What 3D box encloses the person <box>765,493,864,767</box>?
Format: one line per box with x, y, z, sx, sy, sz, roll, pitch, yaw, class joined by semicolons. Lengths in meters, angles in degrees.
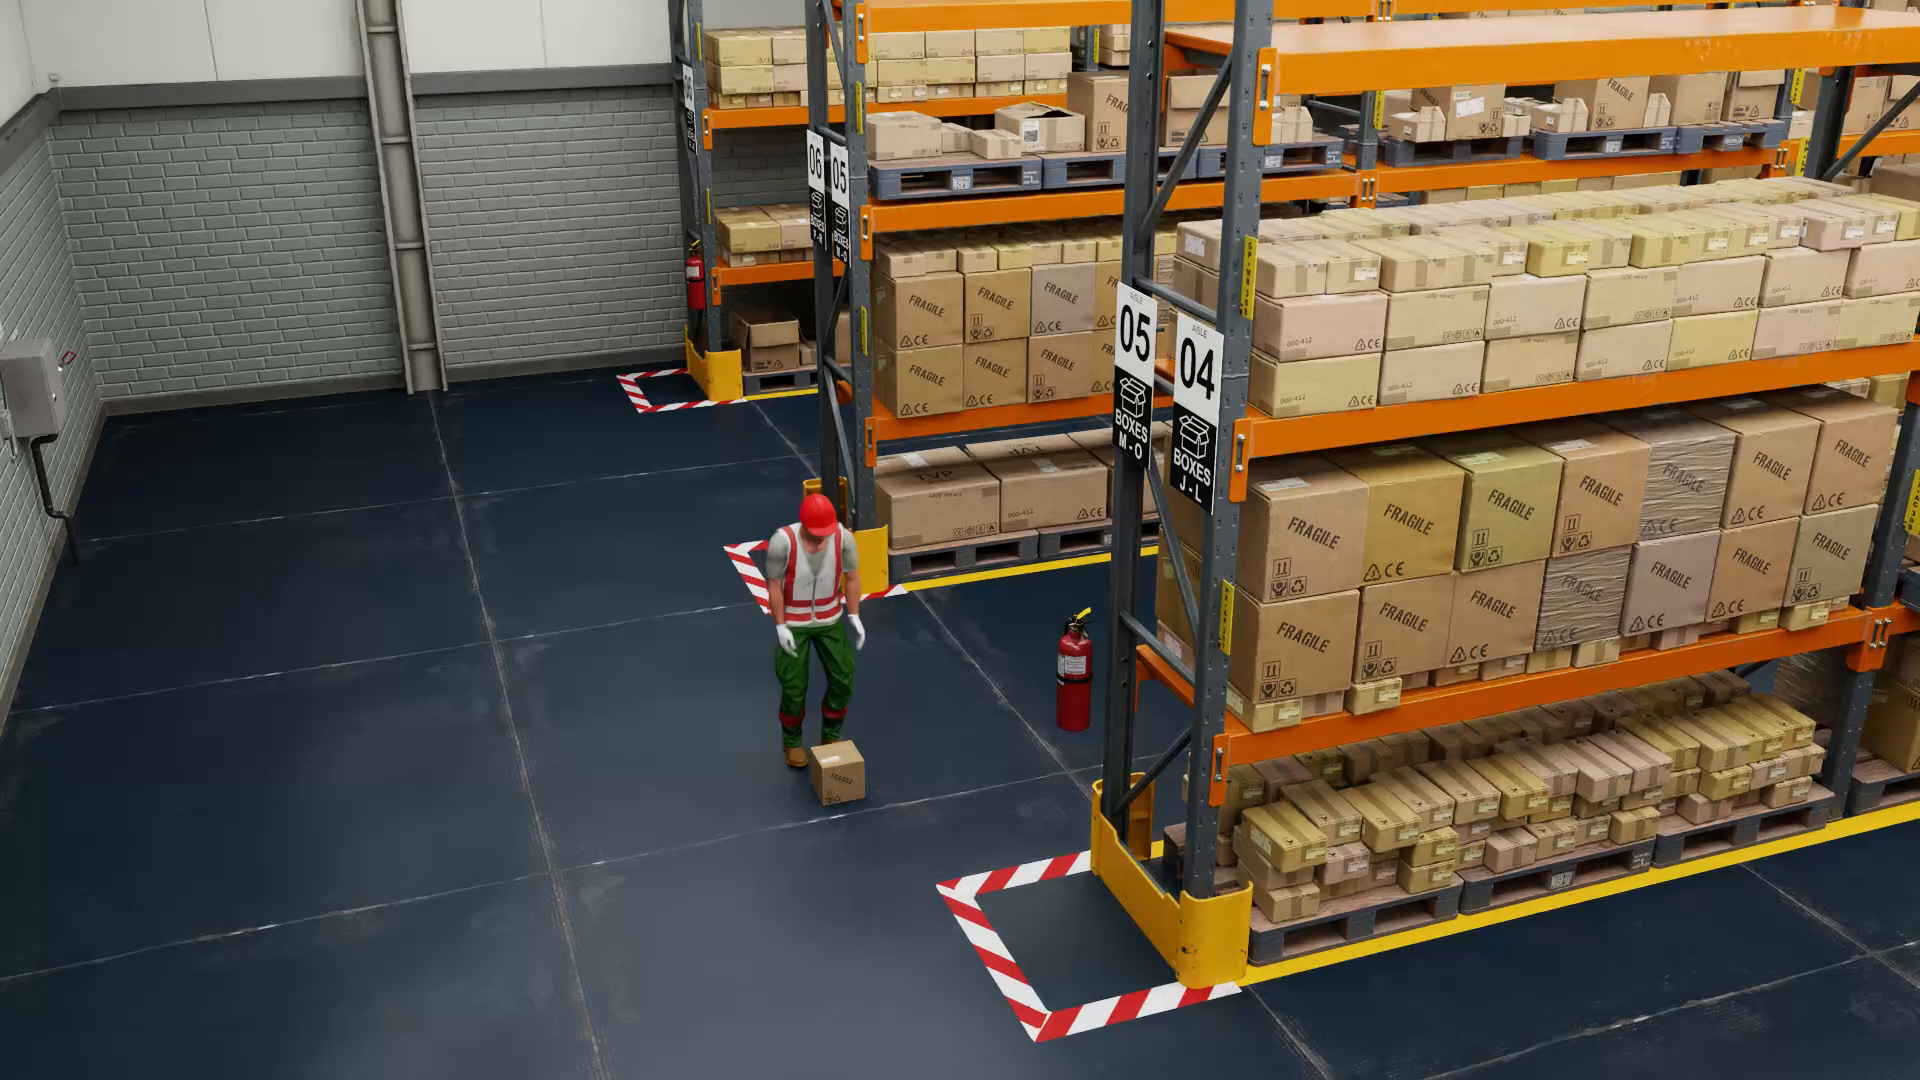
-0.835;0.501;9.698;0.551;1.712;0.496;-8;23;-18;person
